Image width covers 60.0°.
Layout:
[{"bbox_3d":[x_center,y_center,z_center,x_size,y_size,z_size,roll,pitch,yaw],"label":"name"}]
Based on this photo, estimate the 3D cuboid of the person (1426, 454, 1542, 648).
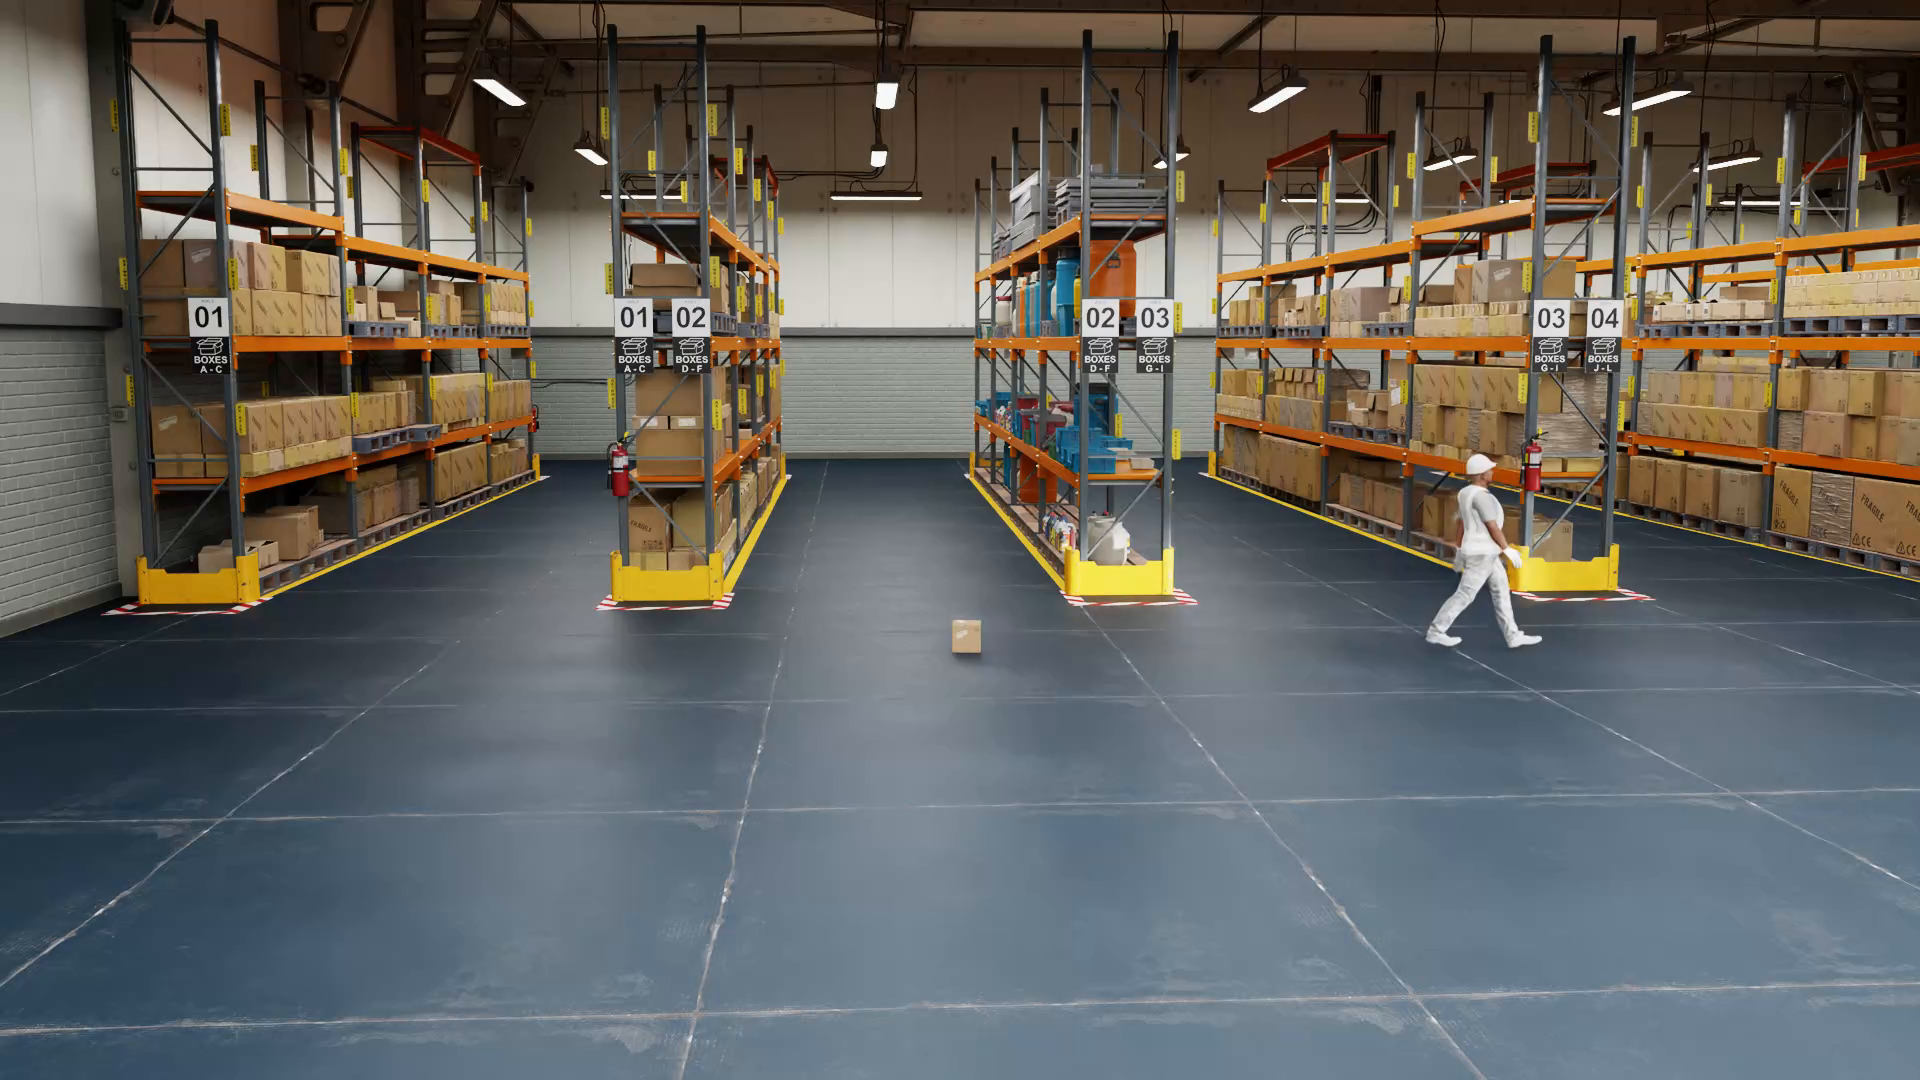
[{"bbox_3d":[4.683,0.110,14.746,1.041,1.738,0.541,1,7,8],"label":"person"}]
